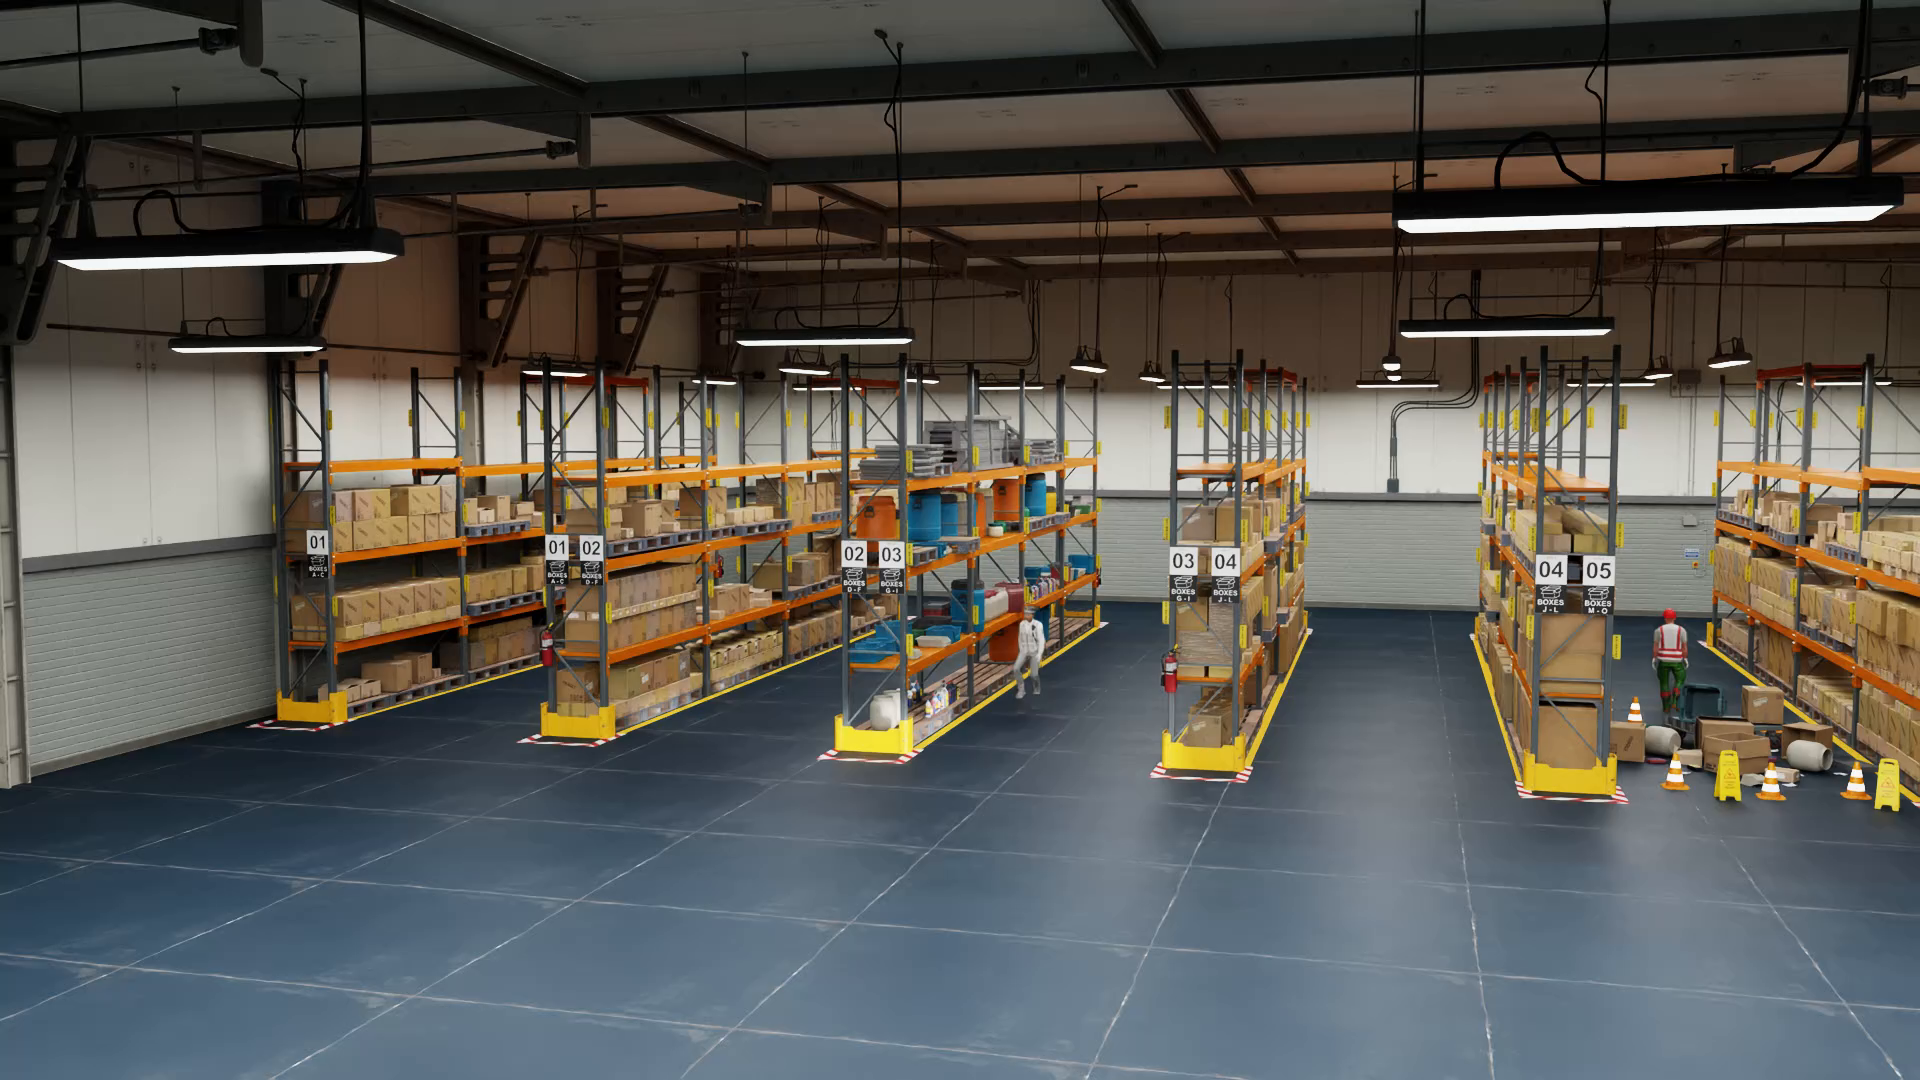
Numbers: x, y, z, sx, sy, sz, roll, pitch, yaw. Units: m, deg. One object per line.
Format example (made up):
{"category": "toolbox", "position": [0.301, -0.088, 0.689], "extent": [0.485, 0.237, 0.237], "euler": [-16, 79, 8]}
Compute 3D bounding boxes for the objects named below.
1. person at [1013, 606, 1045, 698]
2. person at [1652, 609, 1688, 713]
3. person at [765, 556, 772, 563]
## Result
{"category": "person", "position": [1.205, 1.907, 28.550], "extent": [0.535, 1.556, 0.665], "euler": [2, 5, 25]}
{"category": "person", "position": [12.147, 2.072, 28.442], "extent": [0.574, 1.788, 0.550], "euler": [1, 4, 20]}
{"category": "person", "position": [-4.793, 1.191, 41.705], "extent": [0.441, 1.580, 1.045], "euler": [1, 4, 15]}
